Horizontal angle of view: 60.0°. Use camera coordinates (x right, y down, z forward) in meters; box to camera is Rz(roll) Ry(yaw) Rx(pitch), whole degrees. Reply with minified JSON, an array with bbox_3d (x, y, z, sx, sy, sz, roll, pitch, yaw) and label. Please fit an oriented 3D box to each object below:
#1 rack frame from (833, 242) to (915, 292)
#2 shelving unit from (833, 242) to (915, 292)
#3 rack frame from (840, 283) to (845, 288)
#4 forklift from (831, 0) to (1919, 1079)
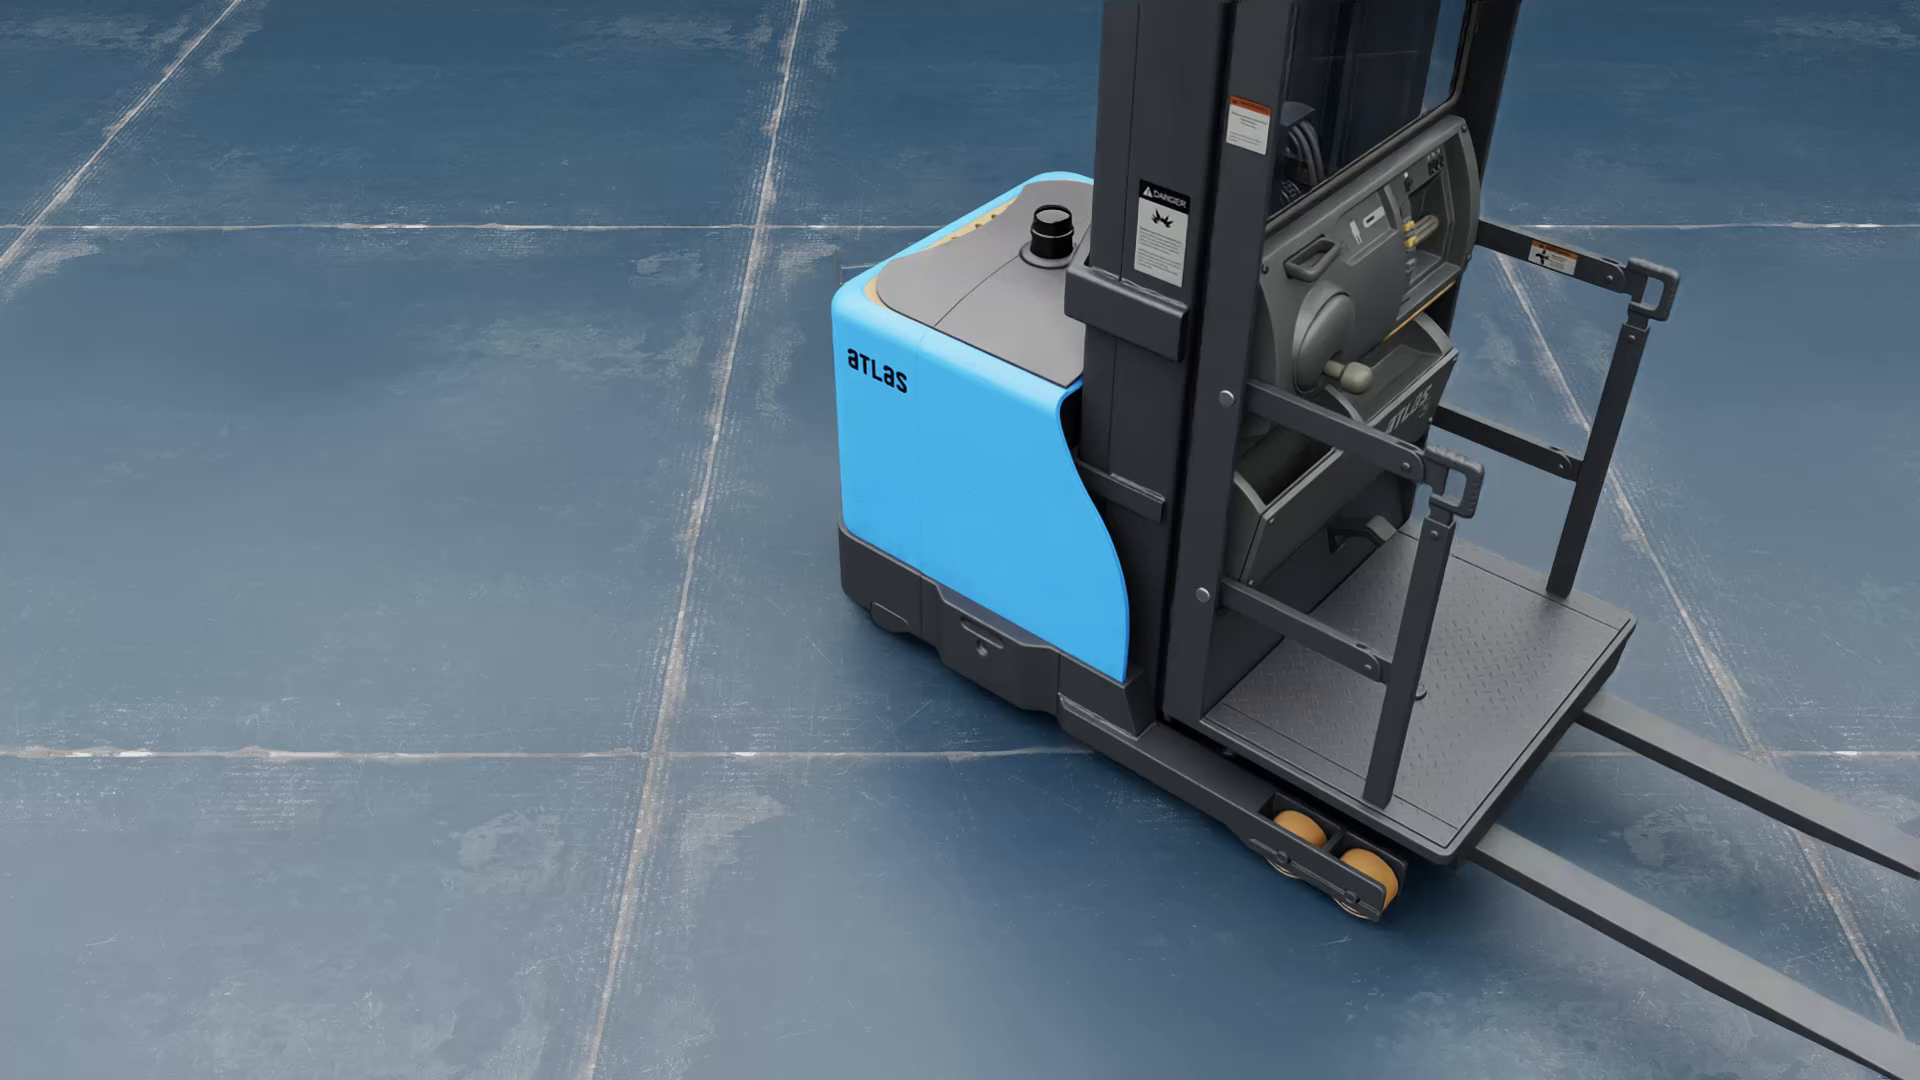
[{"bbox_3d":[-0.253,-0.514,5.172,0.240,0.900,0.006,-6,39,-7],"label":"rack frame"},{"bbox_3d":[-0.237,-0.451,5.093,0.258,0.900,0.210,-6,39,-7],"label":"shelving unit"},{"bbox_3d":[-0.222,-0.388,5.015,0.240,0.900,0.006,-6,39,-7],"label":"rack frame"},{"bbox_3d":[1.095,-0.593,3.646,3.031,2.935,1.130,28,46,30],"label":"forklift"}]
